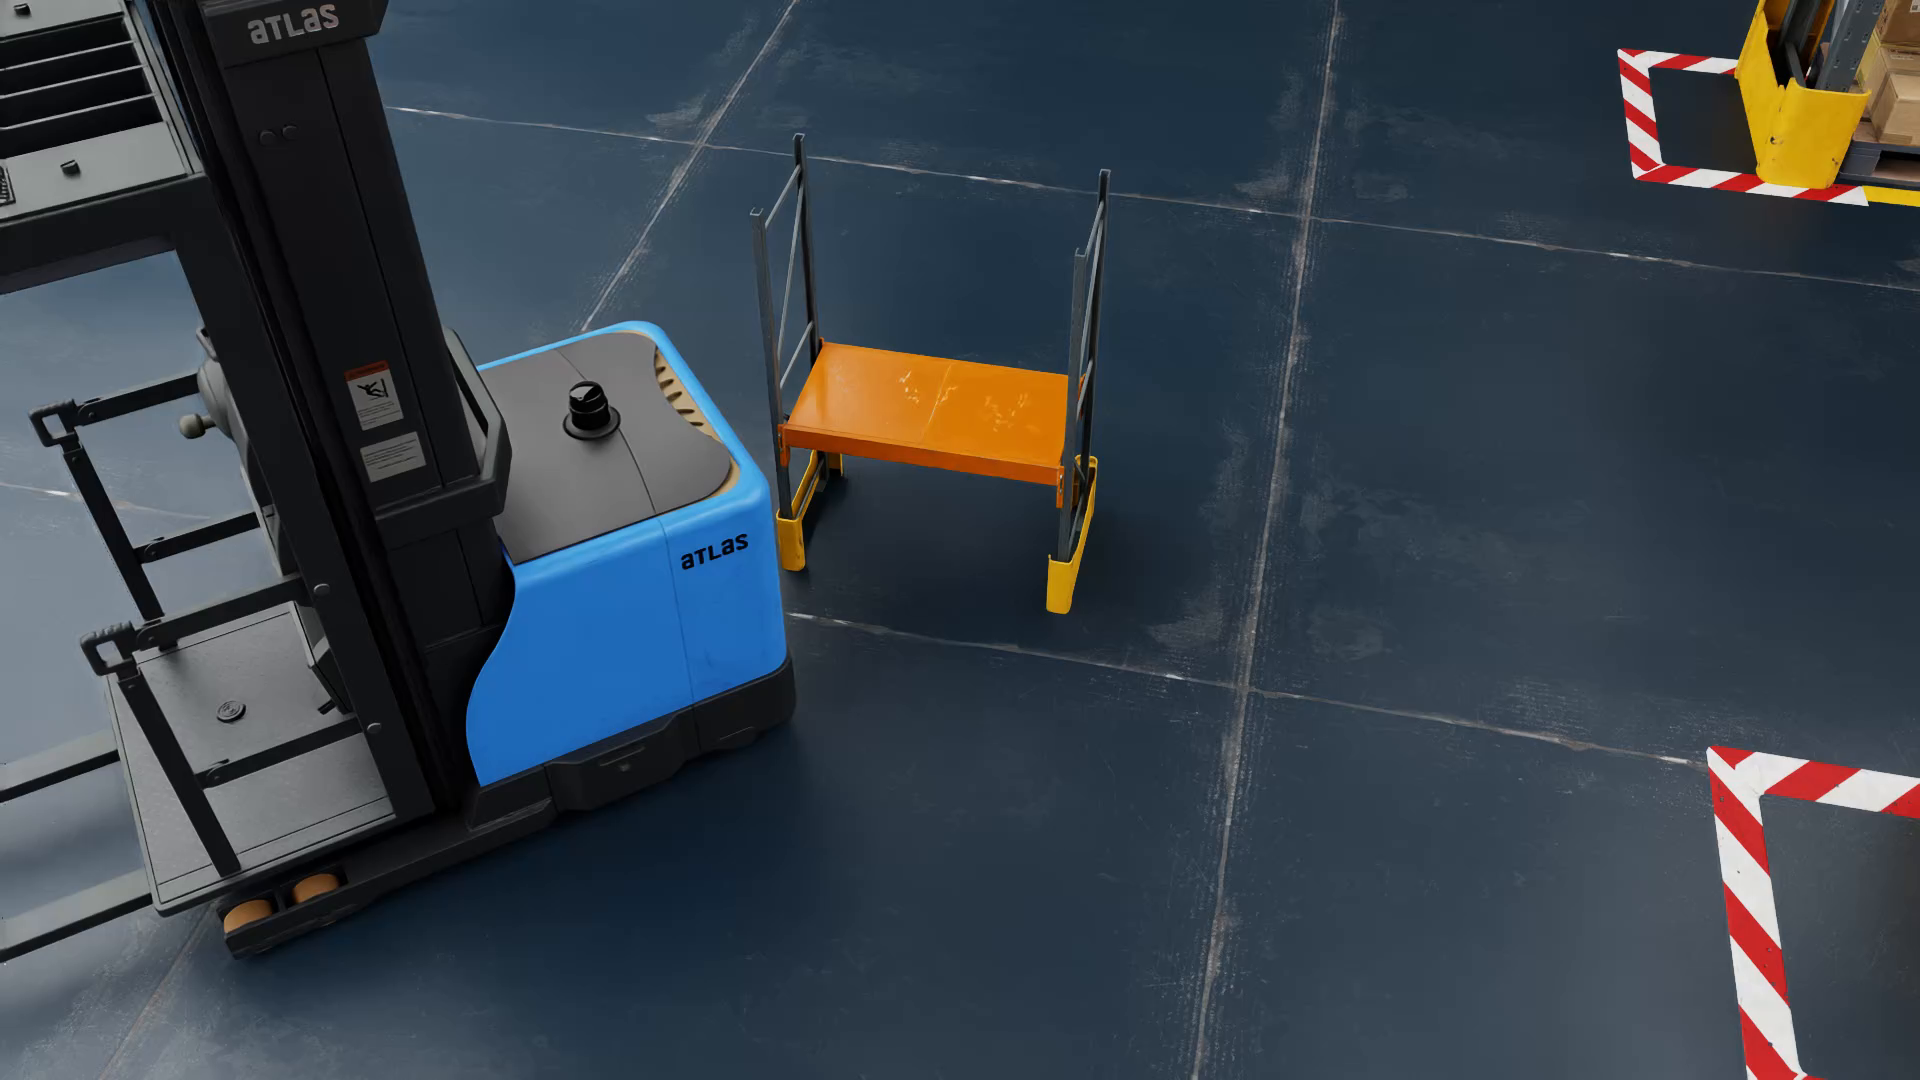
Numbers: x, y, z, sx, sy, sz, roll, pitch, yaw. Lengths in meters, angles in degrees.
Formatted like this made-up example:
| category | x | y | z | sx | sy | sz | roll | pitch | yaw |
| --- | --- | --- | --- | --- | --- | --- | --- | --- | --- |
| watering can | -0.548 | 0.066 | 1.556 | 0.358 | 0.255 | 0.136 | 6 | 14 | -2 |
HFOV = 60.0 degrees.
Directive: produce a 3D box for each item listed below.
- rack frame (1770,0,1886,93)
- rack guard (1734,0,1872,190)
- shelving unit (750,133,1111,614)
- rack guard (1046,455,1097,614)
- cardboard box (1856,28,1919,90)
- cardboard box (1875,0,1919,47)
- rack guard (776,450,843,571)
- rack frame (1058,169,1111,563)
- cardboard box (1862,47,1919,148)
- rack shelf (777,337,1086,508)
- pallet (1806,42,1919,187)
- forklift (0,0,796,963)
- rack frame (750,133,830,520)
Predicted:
| category | x | y | z | sx | sy | sz | roll | pitch | yaw |
| --- | --- | --- | --- | --- | --- | --- | --- | --- | --- |
| rack frame | 4.186 | -3.175 | 7.386 | 0.127 | 3.000 | 1.000 | 9 | 45 | 9 |
| rack guard | 4.163 | -2.278 | 8.257 | 0.348 | 0.500 | 1.175 | 9 | 45 | 9 |
| shelving unit | -0.074 | -0.552 | 5.742 | 1.083 | 1.500 | 0.587 | 9 | 45 | 9 |
| rack guard | 0.412 | -0.026 | 6.097 | 0.087 | 0.250 | 0.587 | 9 | 45 | 9 |
| cardboard box | 4.774 | -2.455 | 8.317 | 0.500 | 0.250 | 0.500 | 9 | 45 | 9 |
| cardboard box | 4.774 | -2.726 | 8.059 | 0.500 | 0.500 | 0.500 | 9 | 45 | 9 |
| rack guard | -0.560 | -0.177 | 6.254 | 0.087 | 0.250 | 0.587 | 9 | 45 | 9 |
| rack frame | 0.413 | -0.476 | 5.663 | 0.032 | 1.500 | 0.500 | 9 | 45 | 9 |
| cardboard box | 4.661 | -2.104 | 7.953 | 0.500 | 0.250 | 0.500 | 9 | 45 | 9 |
| rack shelf | -0.083 | -0.424 | 5.868 | 1.000 | 0.185 | 0.538 | 9 | 45 | 9 |
| pallet | 4.941 | -2.083 | 8.262 | 1.213 | 0.211 | 1.003 | 9 | 45 | 9 |
| forklift | -2.092 | -0.244 | 4.390 | 3.031 | 2.935 | 1.130 | -21 | 48 | -20 |
| rack frame | -0.579 | -0.630 | 5.823 | 0.032 | 1.500 | 0.500 | 9 | 45 | 9 |
